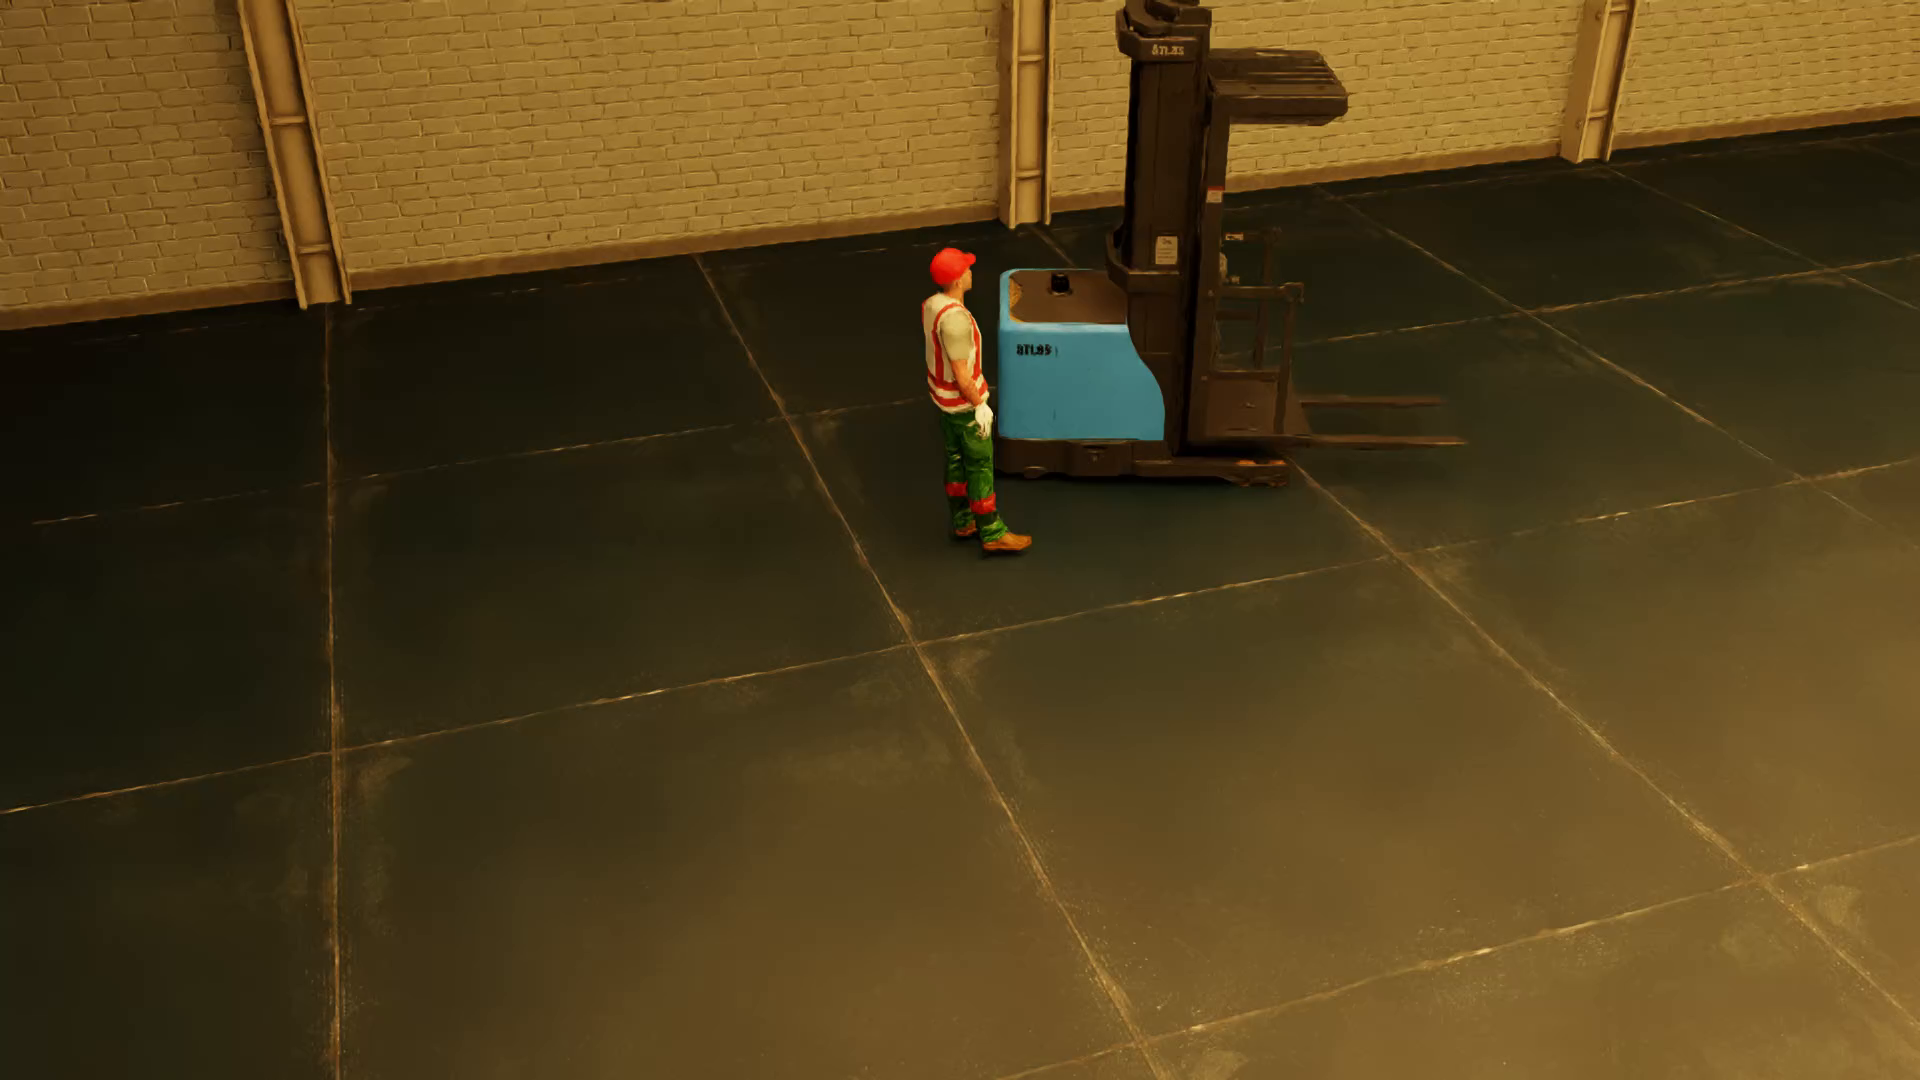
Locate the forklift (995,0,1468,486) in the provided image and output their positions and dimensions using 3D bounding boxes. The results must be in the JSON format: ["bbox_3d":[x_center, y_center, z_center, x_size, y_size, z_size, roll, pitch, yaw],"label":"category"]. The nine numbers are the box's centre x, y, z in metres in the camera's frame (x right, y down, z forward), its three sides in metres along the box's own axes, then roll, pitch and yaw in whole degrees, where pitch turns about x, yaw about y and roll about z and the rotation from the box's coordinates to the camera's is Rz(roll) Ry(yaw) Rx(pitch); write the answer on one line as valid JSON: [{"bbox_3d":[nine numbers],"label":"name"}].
[{"bbox_3d":[1.750,-1.883,10.359,3.031,2.935,1.130,1,30,1],"label":"forklift"}]

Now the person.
[{"bbox_3d":[0.080,-0.826,9.576,0.556,1.787,0.635,-10,31,-16],"label":"person"}]
